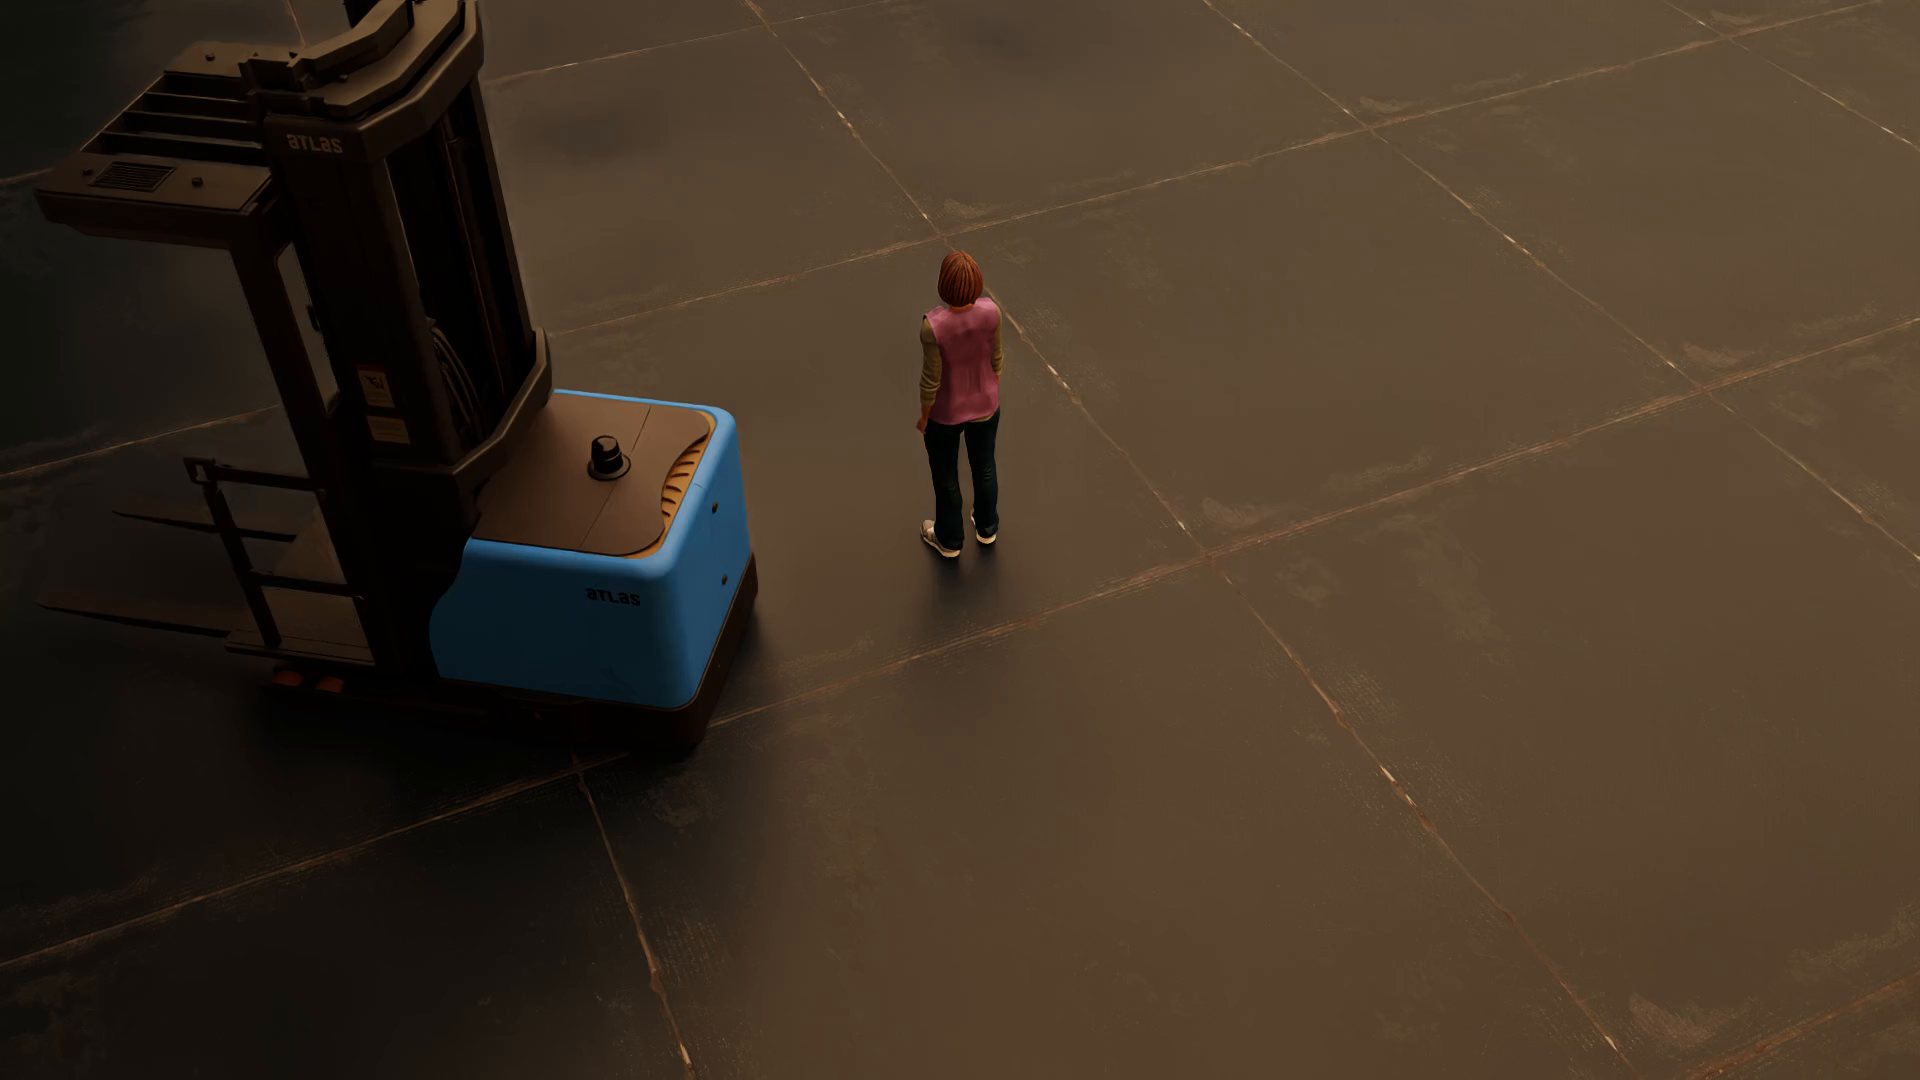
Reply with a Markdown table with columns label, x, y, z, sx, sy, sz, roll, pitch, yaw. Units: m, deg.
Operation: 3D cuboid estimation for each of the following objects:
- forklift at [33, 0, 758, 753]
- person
| label | x | y | z | sx | sy | sz | roll | pitch | yaw |
| --- | --- | --- | --- | --- | --- | --- | --- | --- | --- |
| forklift | -2.476 | -0.683 | 6.412 | 3.031 | 2.935 | 1.130 | 7 | 43 | 7 |
| person | -0.003 | -0.584 | 7.283 | 0.409 | 1.602 | 0.327 | -18 | 46 | -18 |
